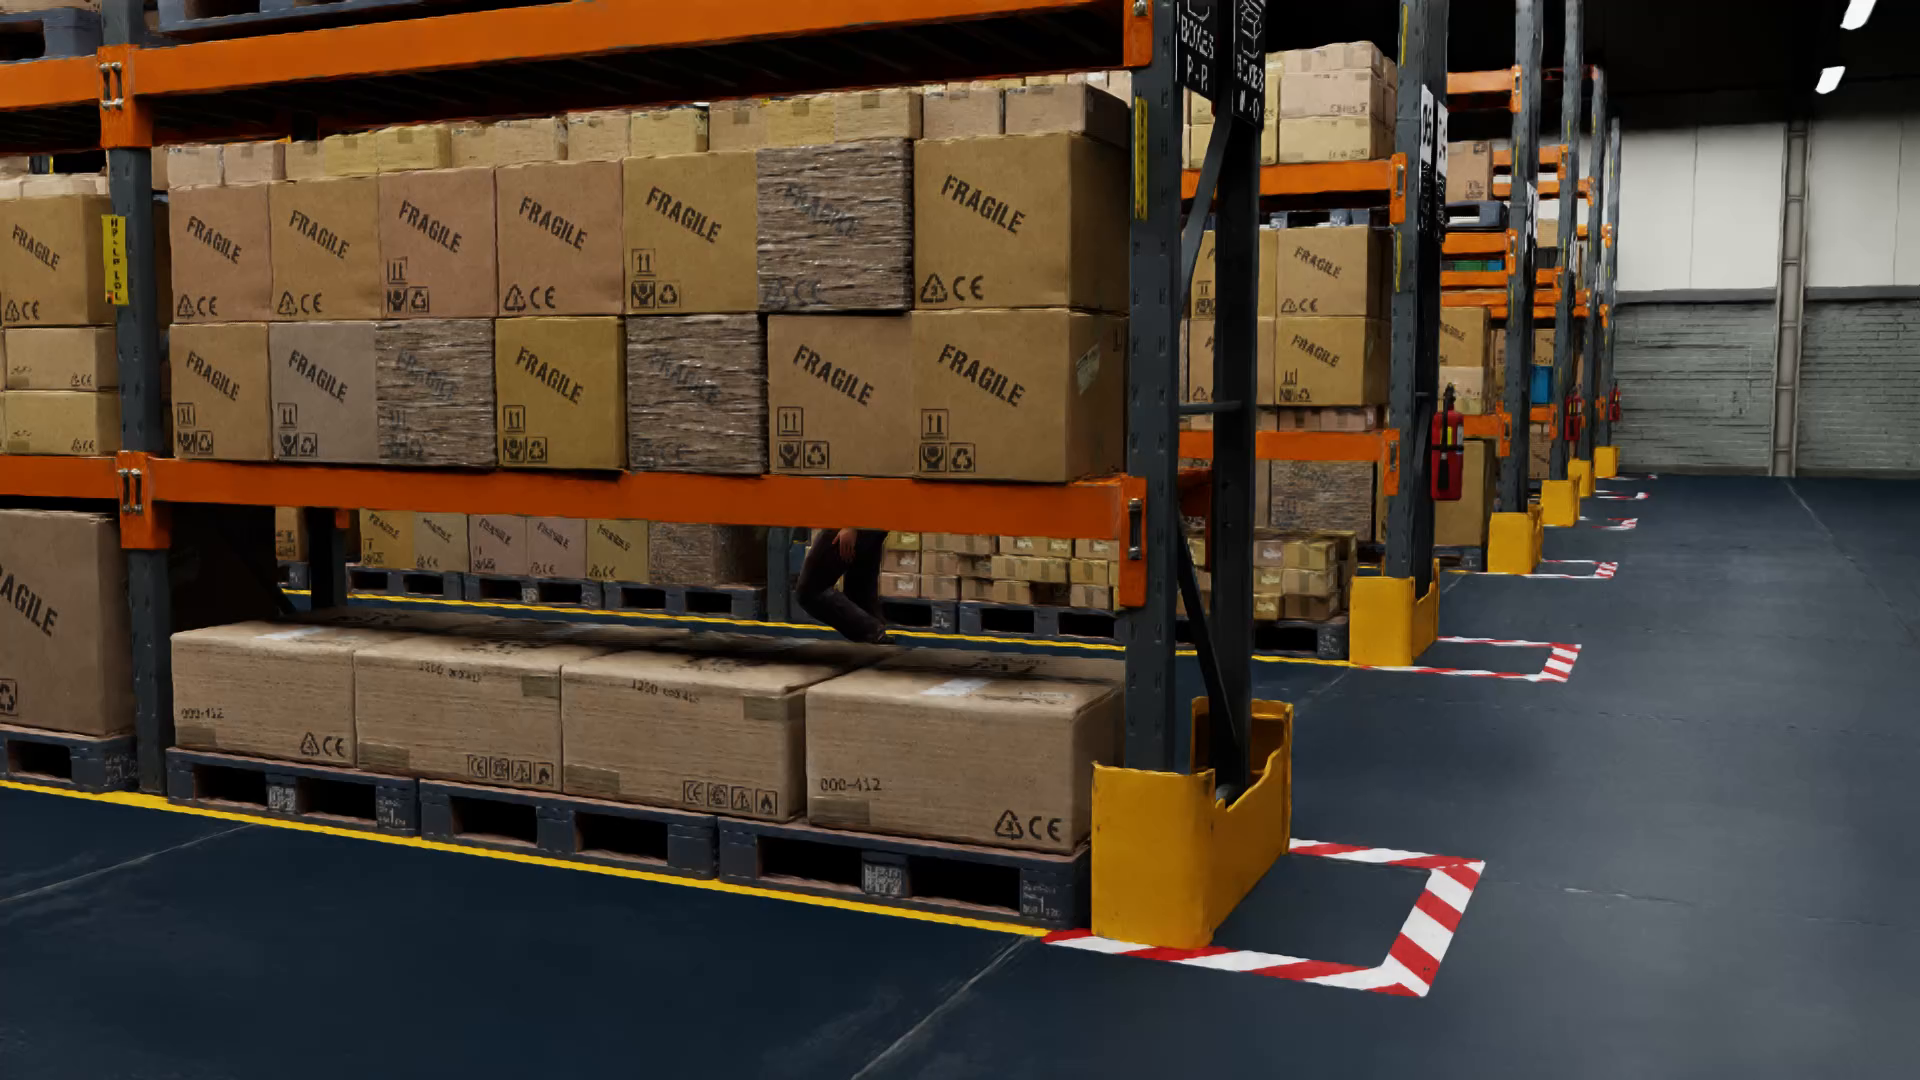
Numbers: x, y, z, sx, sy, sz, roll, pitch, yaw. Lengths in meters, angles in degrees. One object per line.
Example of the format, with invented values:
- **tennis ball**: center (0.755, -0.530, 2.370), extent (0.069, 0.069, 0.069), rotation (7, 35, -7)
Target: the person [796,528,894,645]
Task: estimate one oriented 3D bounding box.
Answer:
- **person**: center (-0.559, -0.085, 8.325), extent (0.473, 1.710, 0.621), rotation (1, 6, 8)
